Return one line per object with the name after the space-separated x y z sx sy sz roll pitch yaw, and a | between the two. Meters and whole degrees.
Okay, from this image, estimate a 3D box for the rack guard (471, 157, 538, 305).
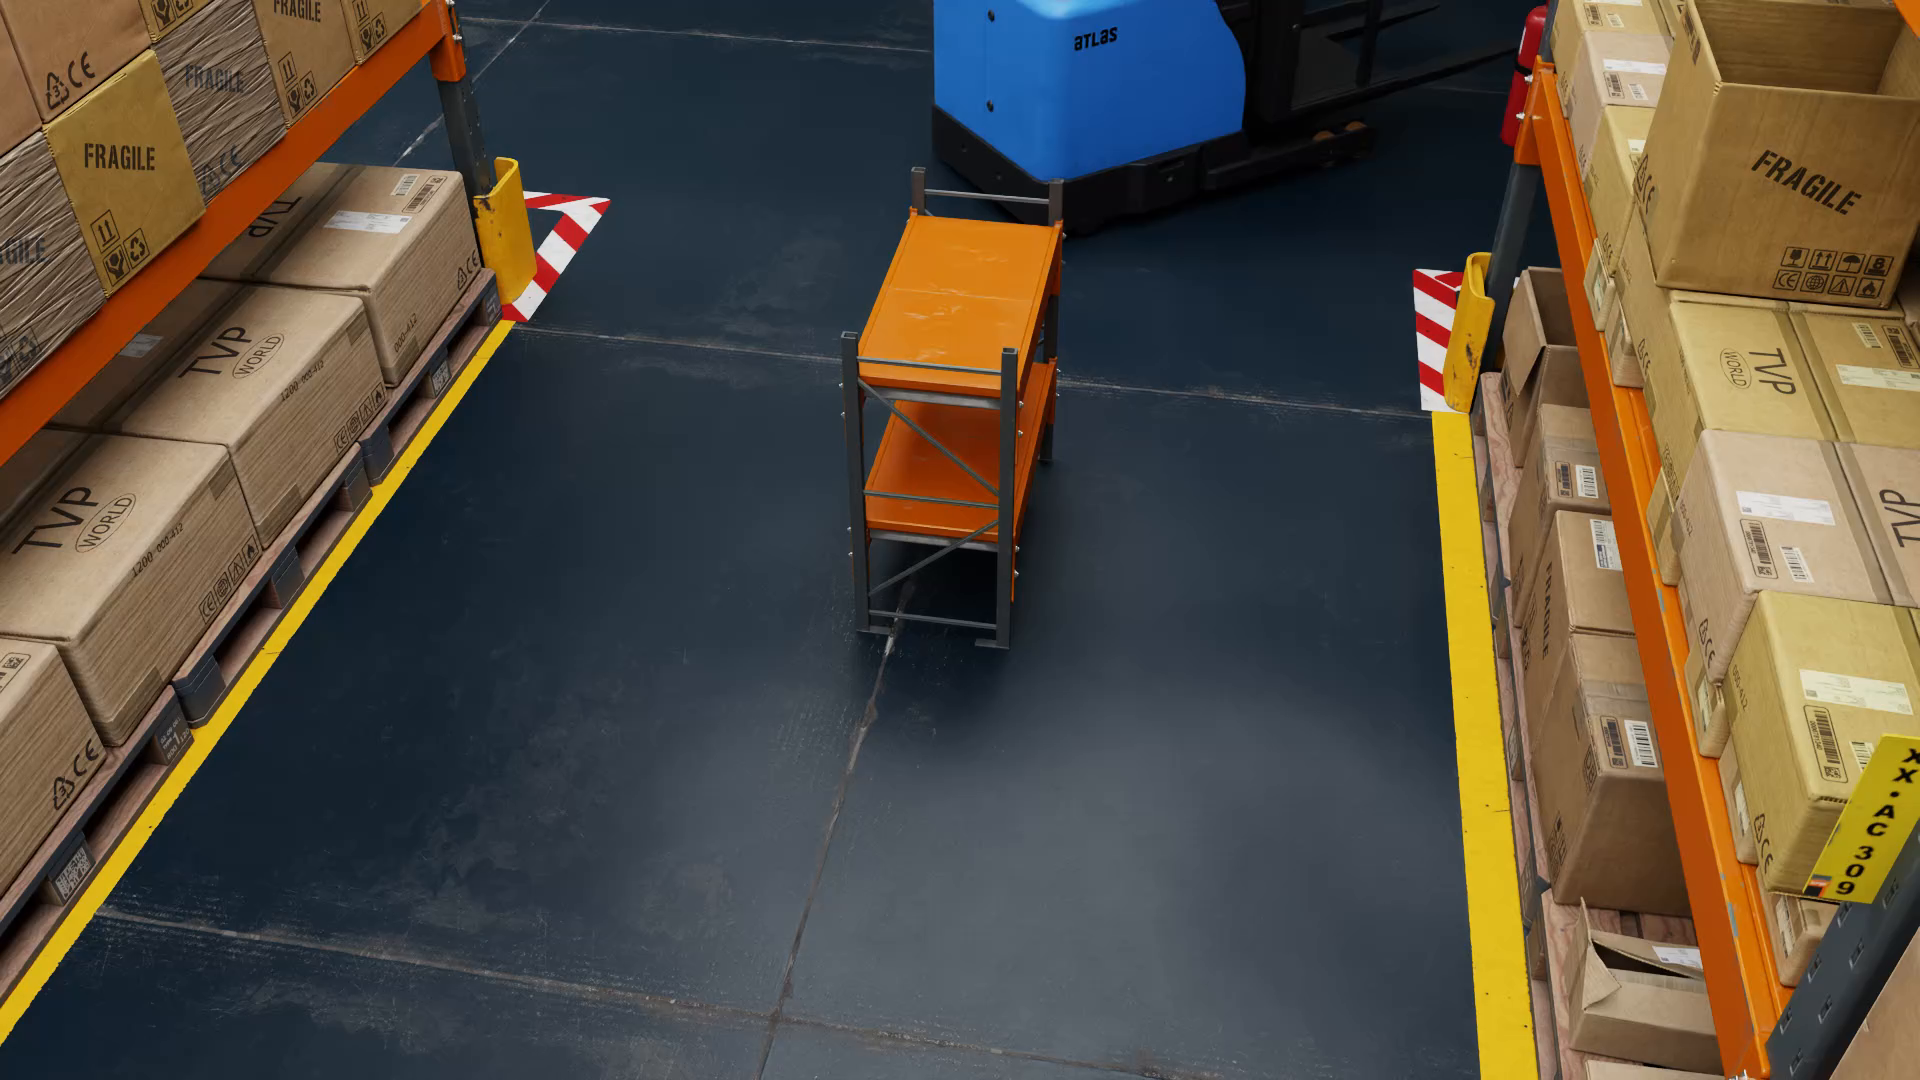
-2.411 -1.336 6.973 1.175 0.500 0.348 6 40 8 | rack guard

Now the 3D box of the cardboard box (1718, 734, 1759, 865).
1.612 0.474 3.019 0.380 0.149 0.250 7 40 9 | cardboard box

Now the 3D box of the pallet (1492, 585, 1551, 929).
2.111 0.647 4.802 1.003 0.211 1.213 6 40 8 | pallet

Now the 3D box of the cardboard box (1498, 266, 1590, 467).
2.275 -0.565 5.709 0.797 0.503 0.637 5 40 6 | cardboard box

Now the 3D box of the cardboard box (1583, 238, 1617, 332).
1.875 -0.663 4.395 0.380 0.149 0.250 5 40 6 | cardboard box

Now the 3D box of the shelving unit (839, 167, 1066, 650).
0.001 -0.438 5.397 0.538 1.125 1.048 6 40 8 | shelving unit

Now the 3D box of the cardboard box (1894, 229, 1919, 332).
2.385 -0.516 3.904 0.500 0.250 0.500 6 40 8 | cardboard box

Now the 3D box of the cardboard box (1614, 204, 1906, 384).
1.891 -0.583 3.985 0.500 0.250 0.500 5 40 7 | cardboard box

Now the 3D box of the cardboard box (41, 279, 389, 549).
-2.581 -0.458 5.631 0.875 0.438 0.875 7 40 9 | cardboard box

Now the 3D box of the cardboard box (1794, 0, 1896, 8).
2.656 -1.478 5.068 0.500 0.250 0.500 7 40 9 | cardboard box

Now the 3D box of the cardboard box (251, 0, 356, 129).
-2.340 -1.677 5.346 0.500 0.500 0.500 6 40 7 | cardboard box

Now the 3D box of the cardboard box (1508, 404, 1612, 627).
2.089 -0.032 5.067 0.700 0.500 0.500 8 40 9 | cardboard box

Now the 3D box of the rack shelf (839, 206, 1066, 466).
0.001 -0.663 5.210 0.538 0.278 1.000 6 40 8 | rack shelf

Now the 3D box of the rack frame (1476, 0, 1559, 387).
2.474 -1.739 5.499 1.000 3.000 0.127 6 40 8 | rack frame

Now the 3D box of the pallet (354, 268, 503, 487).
-2.476 -0.699 6.430 1.003 0.211 1.213 6 40 8 | pallet

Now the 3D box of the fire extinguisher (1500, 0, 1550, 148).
2.044 -1.709 5.816 0.296 0.674 0.183 6 40 8 | fire extinguisher

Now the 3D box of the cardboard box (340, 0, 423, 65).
-2.238 -1.991 5.725 0.500 0.500 0.500 7 40 8 | cardboard box

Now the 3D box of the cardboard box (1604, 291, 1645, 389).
1.850 -0.496 4.193 0.380 0.149 0.250 7 40 9 | cardboard box

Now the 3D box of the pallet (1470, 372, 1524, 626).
2.324 -0.116 5.725 1.003 0.211 1.213 6 40 8 | pallet

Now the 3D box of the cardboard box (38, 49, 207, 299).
-2.496 -1.028 4.561 0.500 0.500 0.500 8 40 9 | cardboard box

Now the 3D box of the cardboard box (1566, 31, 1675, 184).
2.043 -1.224 4.761 0.500 0.250 0.500 7 40 8 | cardboard box

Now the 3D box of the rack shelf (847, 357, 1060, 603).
0.001 -0.249 5.553 0.538 0.278 1.000 6 40 8 | rack shelf

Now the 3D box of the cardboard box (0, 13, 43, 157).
-2.593 -1.106 3.871 0.500 0.500 0.500 7 40 9 | cardboard box

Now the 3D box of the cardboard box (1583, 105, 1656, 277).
1.959 -0.906 4.376 0.500 0.250 0.500 6 40 7 | cardboard box

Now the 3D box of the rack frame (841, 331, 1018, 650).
-0.087 -0.119 5.011 0.500 1.125 0.032 6 40 8 | rack frame

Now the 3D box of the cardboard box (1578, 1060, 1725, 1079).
1.589 1.326 3.700 0.380 0.149 0.250 5 40 6 | cardboard box

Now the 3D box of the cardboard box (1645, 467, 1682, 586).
1.722 -0.016 3.613 0.380 0.149 0.250 6 40 7 | cardboard box

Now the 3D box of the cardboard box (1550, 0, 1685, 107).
2.130 -1.541 5.144 0.500 0.250 0.500 7 40 8 | cardboard box

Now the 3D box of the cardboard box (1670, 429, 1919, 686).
1.702 0.052 3.217 0.500 0.250 0.500 7 40 8 | cardboard box

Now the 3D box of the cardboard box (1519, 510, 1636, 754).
1.899 0.289 4.679 0.500 0.500 0.500 7 40 8 | cardboard box

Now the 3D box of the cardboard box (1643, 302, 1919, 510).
1.801 -0.260 3.594 0.500 0.250 0.500 6 40 7 | cardboard box

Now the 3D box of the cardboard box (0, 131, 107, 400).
-2.585 -0.705 4.170 0.500 0.500 0.500 7 40 8 | cardboard box

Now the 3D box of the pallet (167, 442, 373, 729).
-2.690 0.065 5.506 1.003 0.211 1.213 6 40 8 | pallet

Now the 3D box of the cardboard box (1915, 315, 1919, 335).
2.302 -0.480 3.272 0.500 0.500 0.500 5 40 6 | cardboard box

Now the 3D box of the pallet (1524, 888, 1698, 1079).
1.902 1.415 3.873 1.003 0.211 1.213 6 40 8 | pallet

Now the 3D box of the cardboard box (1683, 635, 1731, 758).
1.633 0.309 3.220 0.380 0.149 0.250 7 40 9 | cardboard box

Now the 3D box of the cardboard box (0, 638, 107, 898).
-2.893 0.670 4.267 0.875 0.438 0.875 6 40 7 | cardboard box

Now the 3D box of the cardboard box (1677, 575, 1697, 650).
1.705 0.147 3.415 0.380 0.149 0.250 7 40 9 | cardboard box

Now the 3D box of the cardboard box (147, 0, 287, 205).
-2.419 -1.353 4.954 0.500 0.500 0.500 7 40 9 | cardboard box

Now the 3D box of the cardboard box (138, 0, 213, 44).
-2.414 -1.738 4.635 0.500 0.500 0.500 6 40 7 | cardboard box

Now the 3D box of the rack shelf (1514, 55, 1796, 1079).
2.128 -0.207 4.210 1.077 0.370 4.000 6 40 8 | rack shelf

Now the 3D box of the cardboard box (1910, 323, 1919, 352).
2.305 -0.206 3.529 0.500 0.250 0.500 7 40 9 | cardboard box

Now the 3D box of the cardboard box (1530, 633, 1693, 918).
1.909 0.620 4.279 0.700 0.500 0.500 5 40 6 | cardboard box

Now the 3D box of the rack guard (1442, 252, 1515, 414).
2.461 -0.728 6.238 1.175 0.500 0.348 6 40 8 | rack guard

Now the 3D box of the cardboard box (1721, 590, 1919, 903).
1.630 0.368 2.835 0.500 0.250 0.500 7 40 9 | cardboard box

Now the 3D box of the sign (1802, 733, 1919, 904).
1.246 0.383 2.254 0.100 0.325 0.005 6 40 8 | sign

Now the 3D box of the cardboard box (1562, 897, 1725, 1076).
1.651 1.057 3.933 0.396 0.266 0.258 8 40 9 | cardboard box

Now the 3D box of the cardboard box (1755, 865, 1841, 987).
1.588 0.640 2.819 0.380 0.149 0.250 7 40 8 | cardboard box

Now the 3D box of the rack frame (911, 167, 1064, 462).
0.089 -0.757 5.783 0.500 1.125 0.032 6 40 8 | rack frame

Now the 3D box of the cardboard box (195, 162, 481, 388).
-2.431 -1.033 6.327 0.875 0.438 0.875 5 40 6 | cardboard box

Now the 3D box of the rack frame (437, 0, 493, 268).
-2.415 -2.284 6.158 1.000 3.000 0.127 6 40 8 | rack frame

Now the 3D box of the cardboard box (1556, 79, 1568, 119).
2.147 -1.466 5.366 0.380 0.149 0.250 6 40 7 | cardboard box

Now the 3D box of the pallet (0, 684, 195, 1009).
-2.899 0.832 4.577 1.003 0.211 1.213 6 40 8 | pallet

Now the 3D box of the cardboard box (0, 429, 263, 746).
-2.739 0.108 4.947 0.875 0.438 0.875 5 40 6 | cardboard box

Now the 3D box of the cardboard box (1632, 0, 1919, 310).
1.871 -0.888 3.766 0.500 0.500 0.500 7 40 9 | cardboard box

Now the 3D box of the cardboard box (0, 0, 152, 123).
-2.503 -1.422 4.253 0.500 0.500 0.500 6 40 7 | cardboard box

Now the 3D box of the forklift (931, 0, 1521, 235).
1.396 -3.163 7.276 3.031 2.935 1.130 -21 44 -23 | forklift

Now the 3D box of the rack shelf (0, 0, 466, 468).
-2.761 -0.752 4.869 1.077 0.370 4.000 6 40 8 | rack shelf
